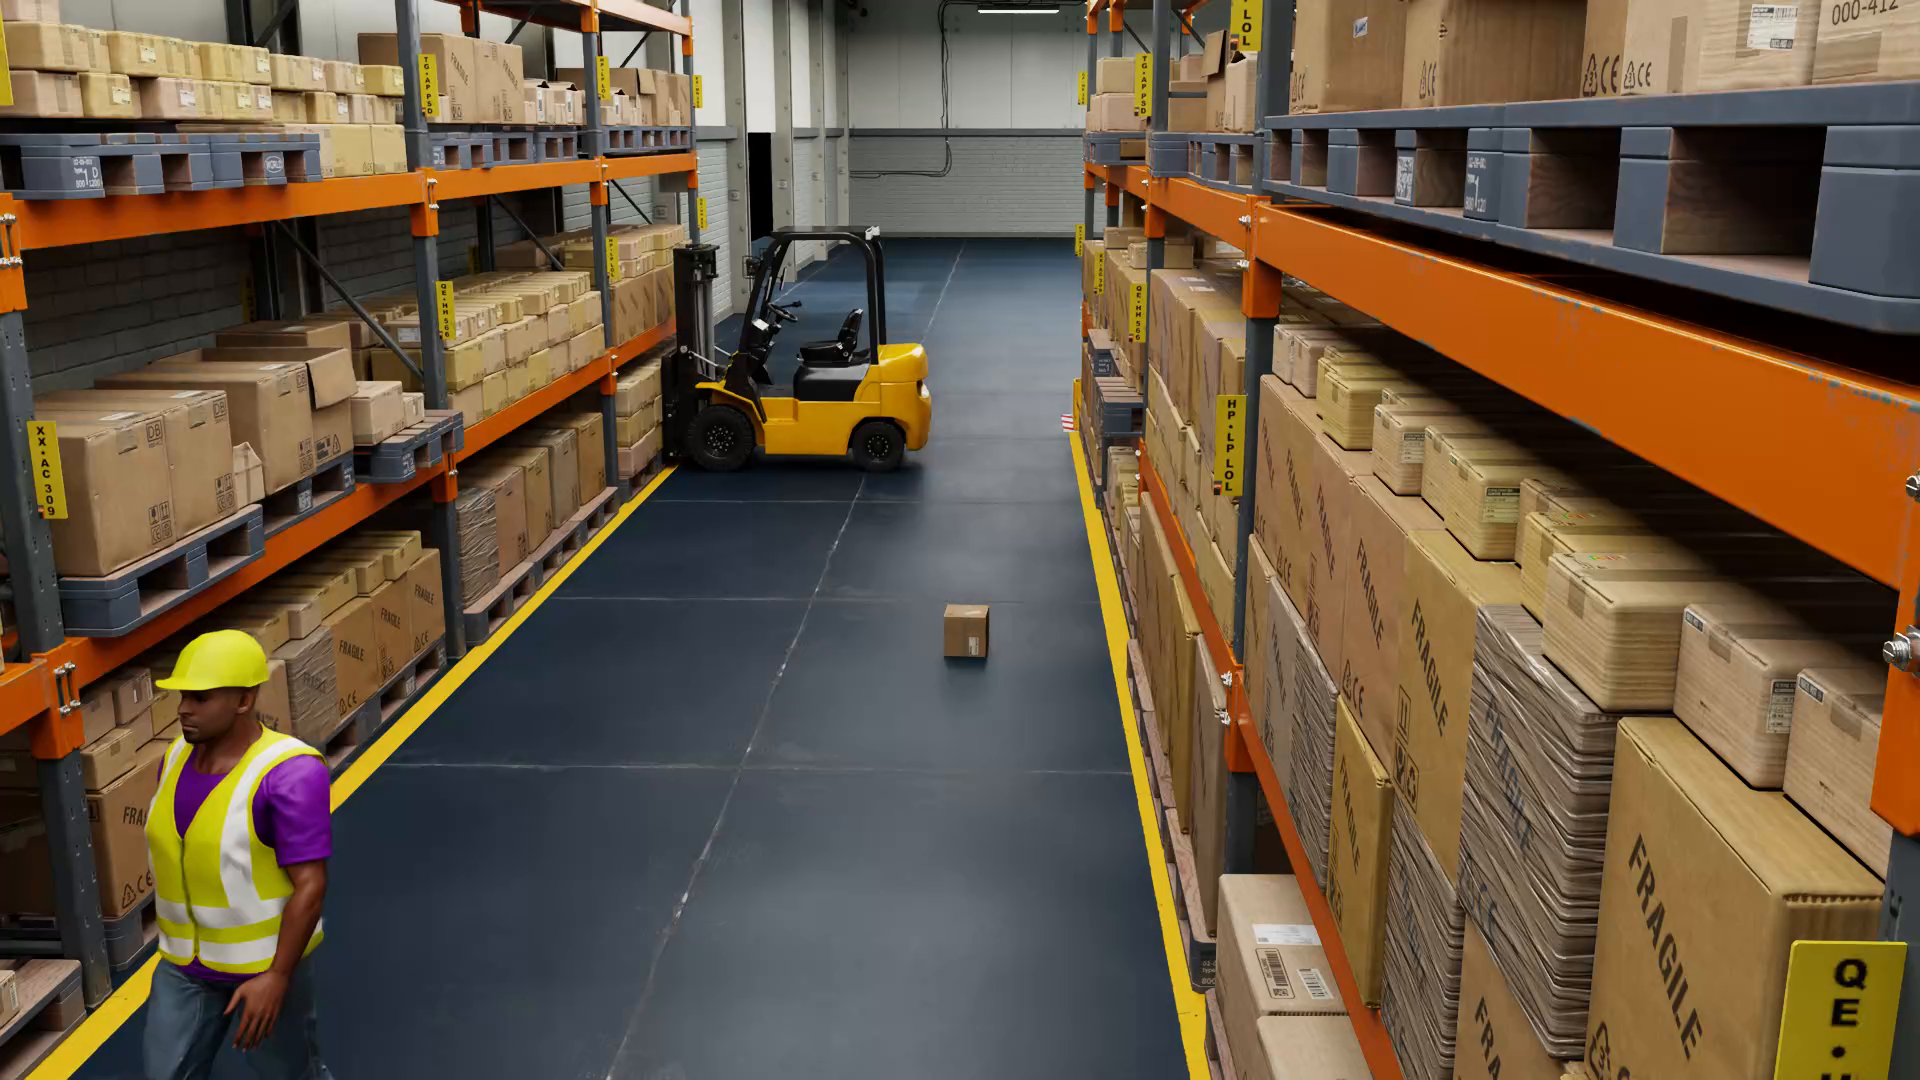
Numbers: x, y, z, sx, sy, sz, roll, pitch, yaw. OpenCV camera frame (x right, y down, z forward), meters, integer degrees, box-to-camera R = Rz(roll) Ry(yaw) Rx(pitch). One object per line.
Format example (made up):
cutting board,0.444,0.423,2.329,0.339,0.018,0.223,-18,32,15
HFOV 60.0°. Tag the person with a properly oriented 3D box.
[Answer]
person,-1.954,1.125,4.310,0.589,1.738,0.820,4,14,17
